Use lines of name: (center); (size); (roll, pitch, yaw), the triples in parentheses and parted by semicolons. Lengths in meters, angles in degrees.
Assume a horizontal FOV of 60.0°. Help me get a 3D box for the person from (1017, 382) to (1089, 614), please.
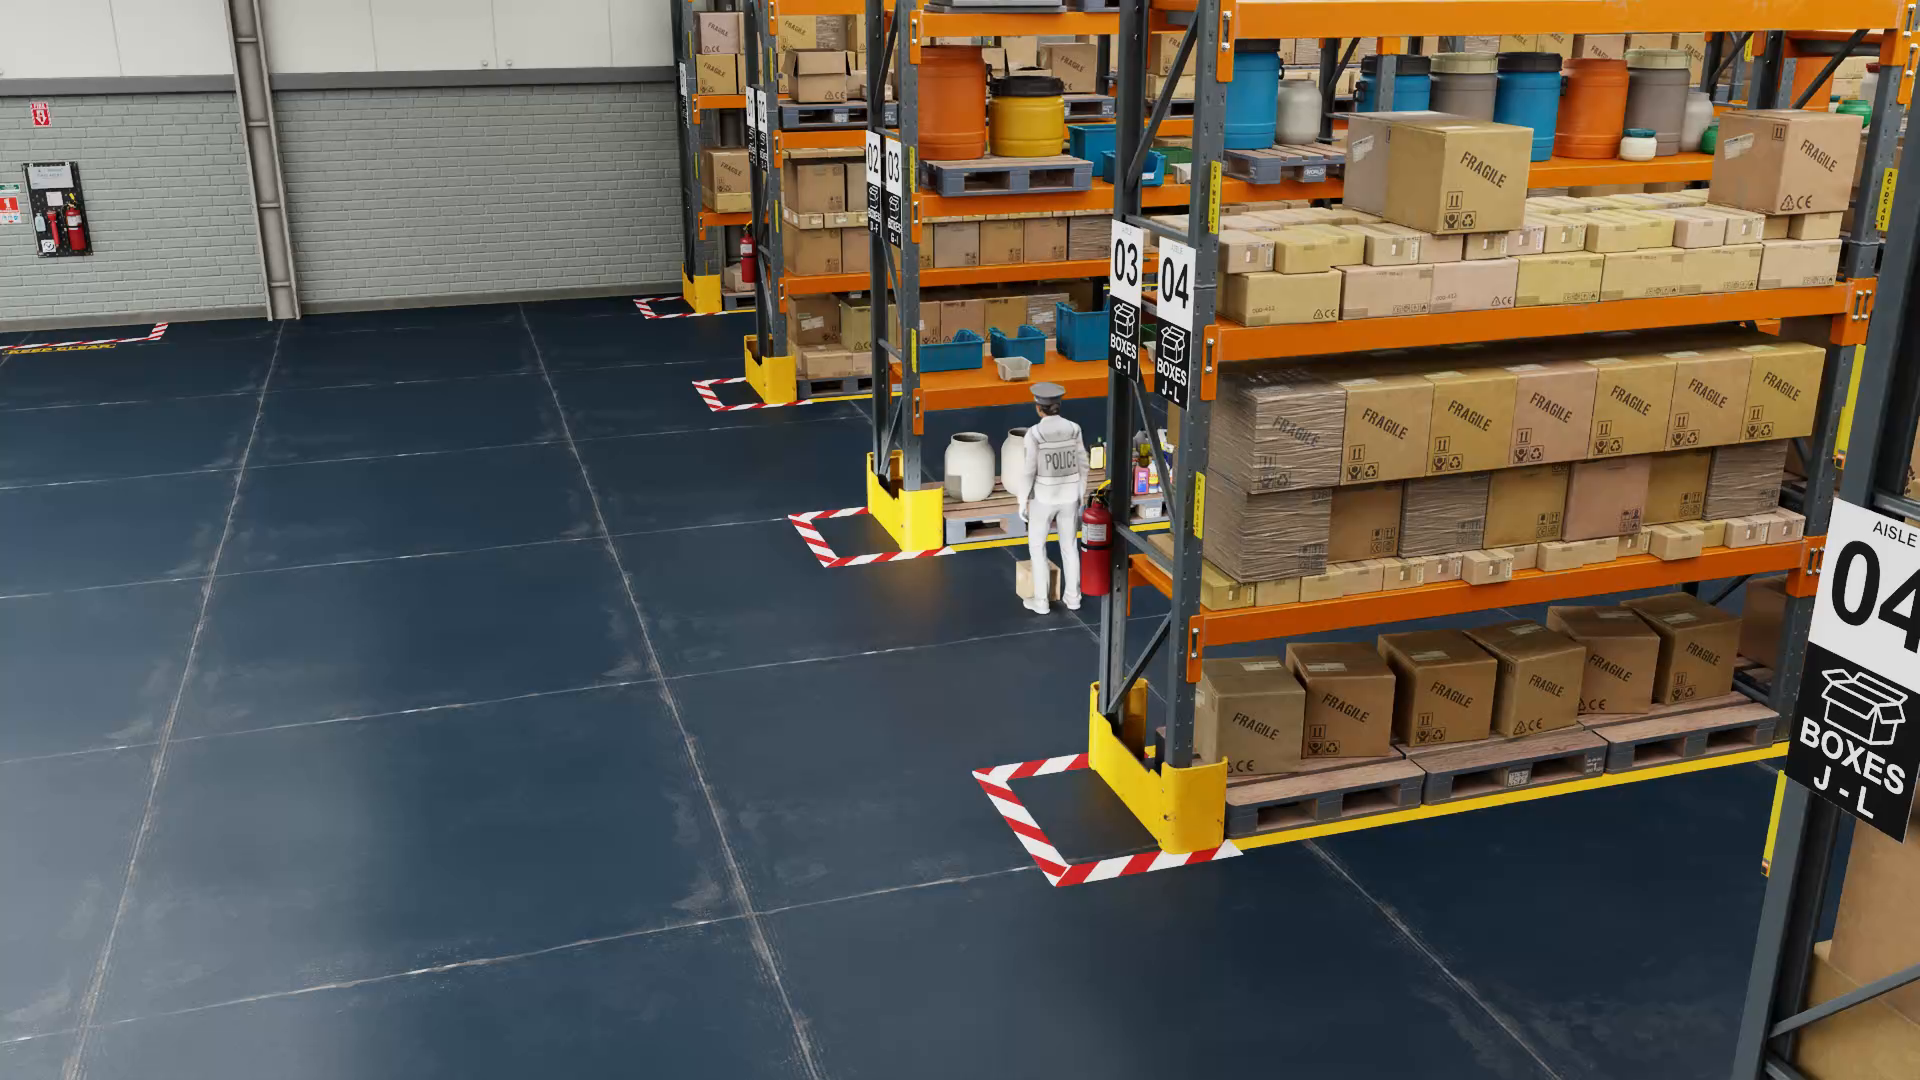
person: (0.658, -0.285, 11.877); (0.538, 1.661, 0.373); (-7, 21, -20)
